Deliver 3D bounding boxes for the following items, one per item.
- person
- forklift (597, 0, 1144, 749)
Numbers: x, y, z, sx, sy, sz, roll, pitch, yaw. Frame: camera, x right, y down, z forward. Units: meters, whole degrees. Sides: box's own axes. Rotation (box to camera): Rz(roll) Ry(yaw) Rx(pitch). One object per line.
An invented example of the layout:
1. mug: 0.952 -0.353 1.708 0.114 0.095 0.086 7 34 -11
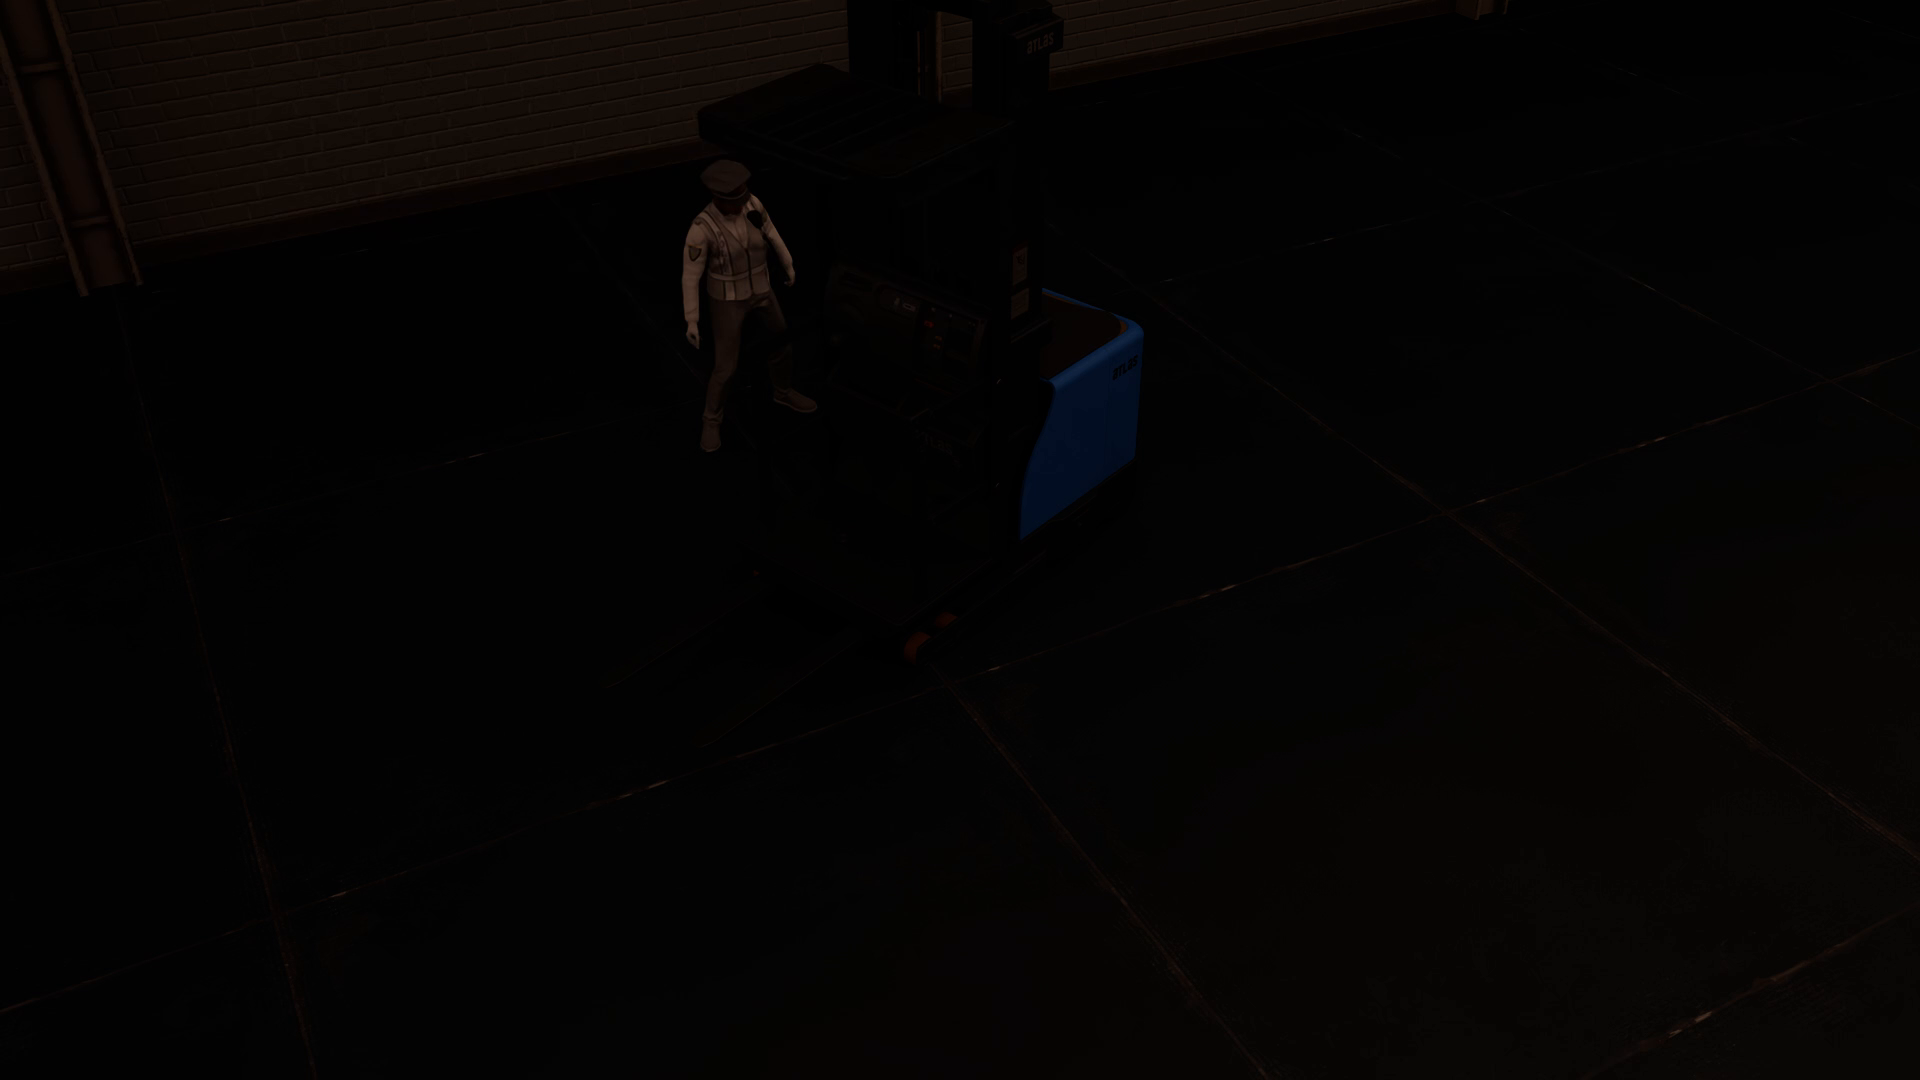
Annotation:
1. person: -1.192 -1.310 9.121 0.824 1.630 0.386 -25 42 -31
2. forklift: -0.390 -0.927 7.434 1.130 2.935 3.031 26 43 31
